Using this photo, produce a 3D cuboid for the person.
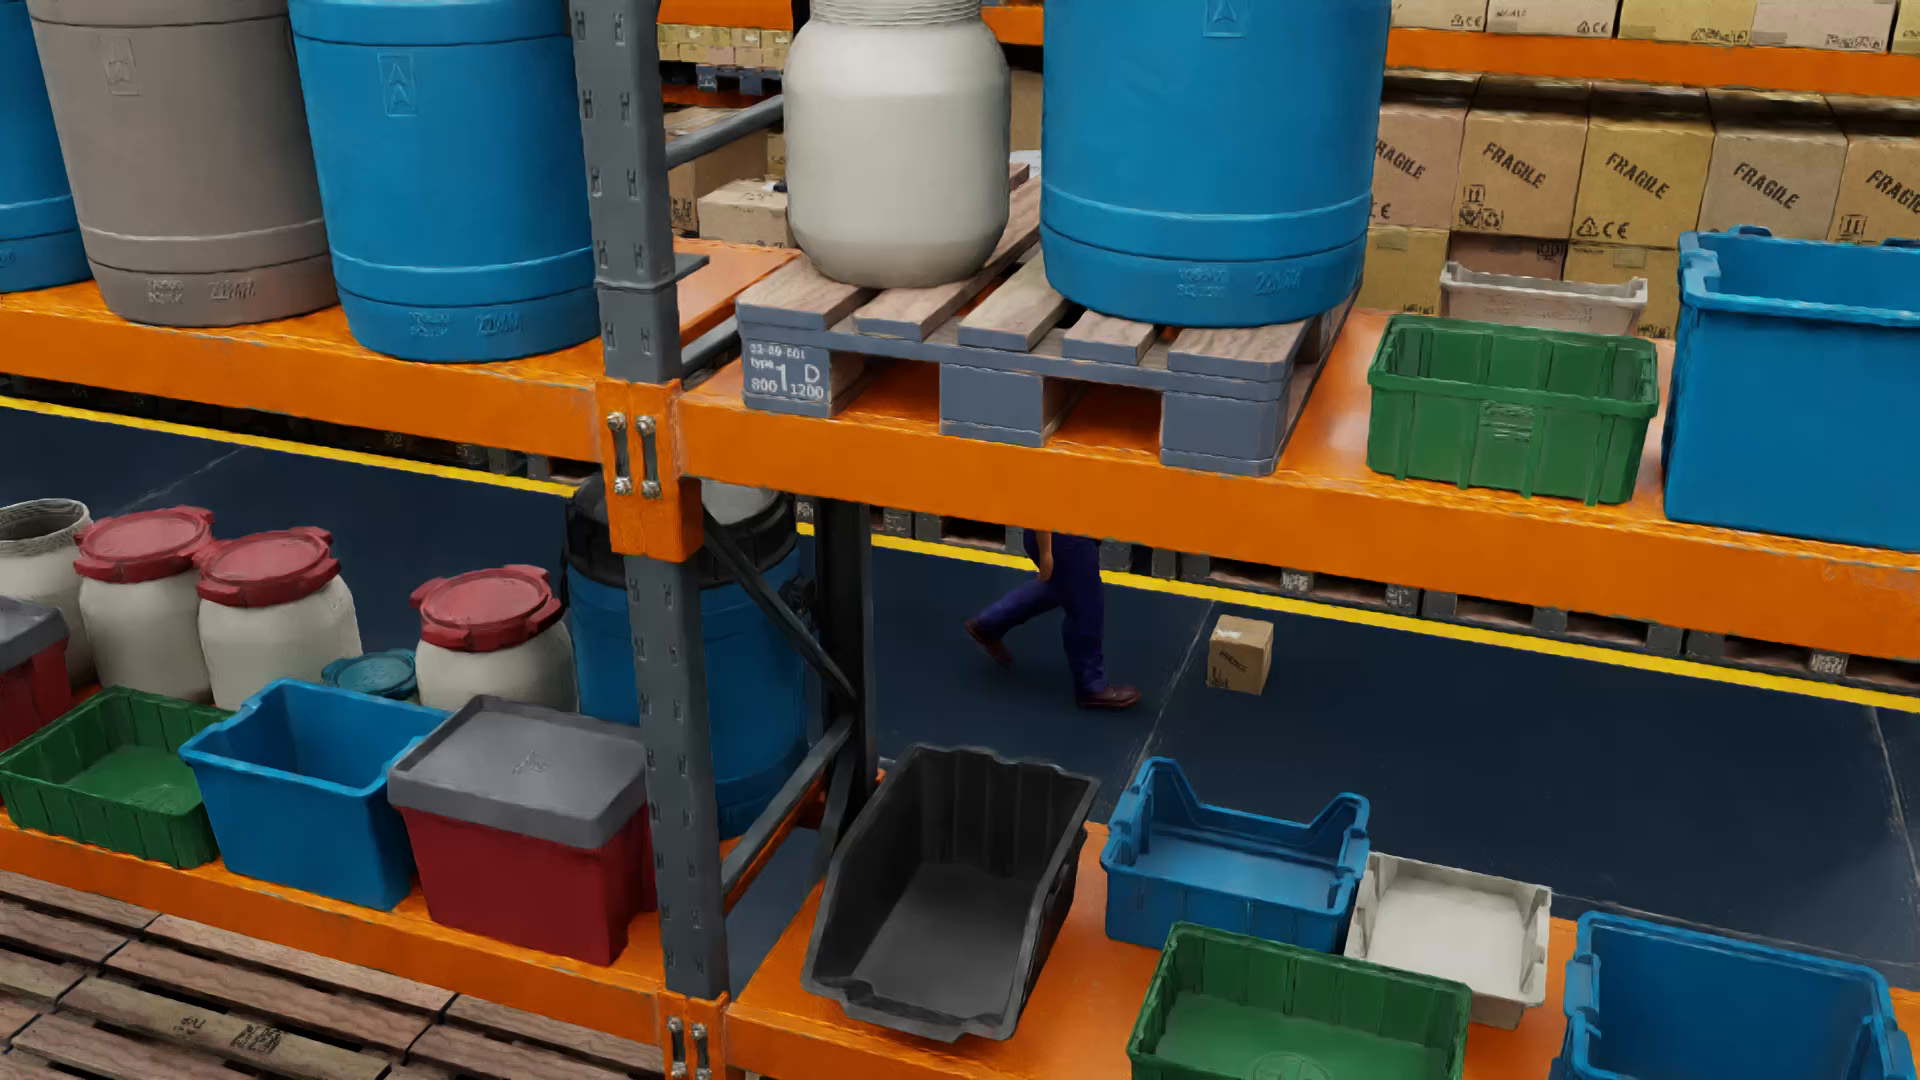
[{"bbox_3d":[0.413,-0.045,7.211,0.817,1.628,0.494,2,26,5],"label":"person"}]
